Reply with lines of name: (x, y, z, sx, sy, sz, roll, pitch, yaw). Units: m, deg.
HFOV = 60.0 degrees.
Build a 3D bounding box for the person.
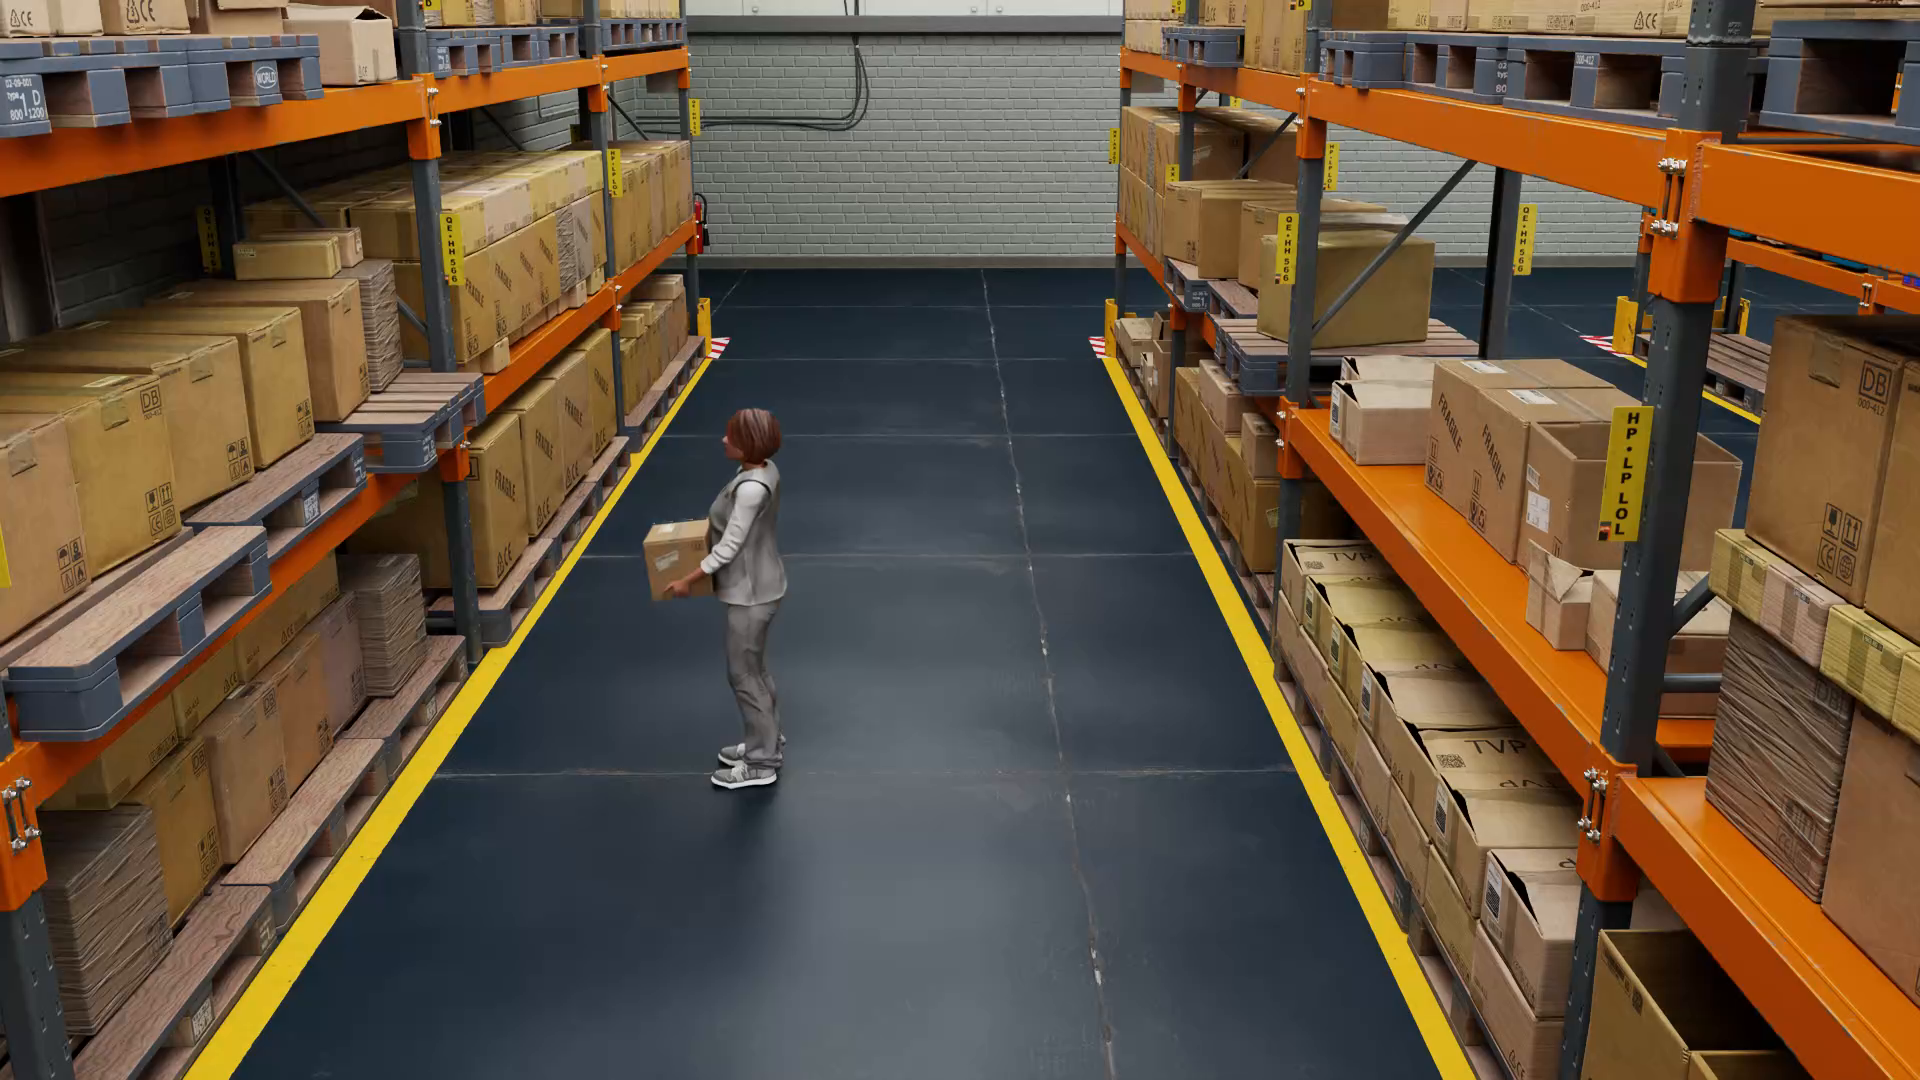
person: (-0.951, 0.234, 6.815, 0.486, 1.595, 0.412, 0, 17, -1)
